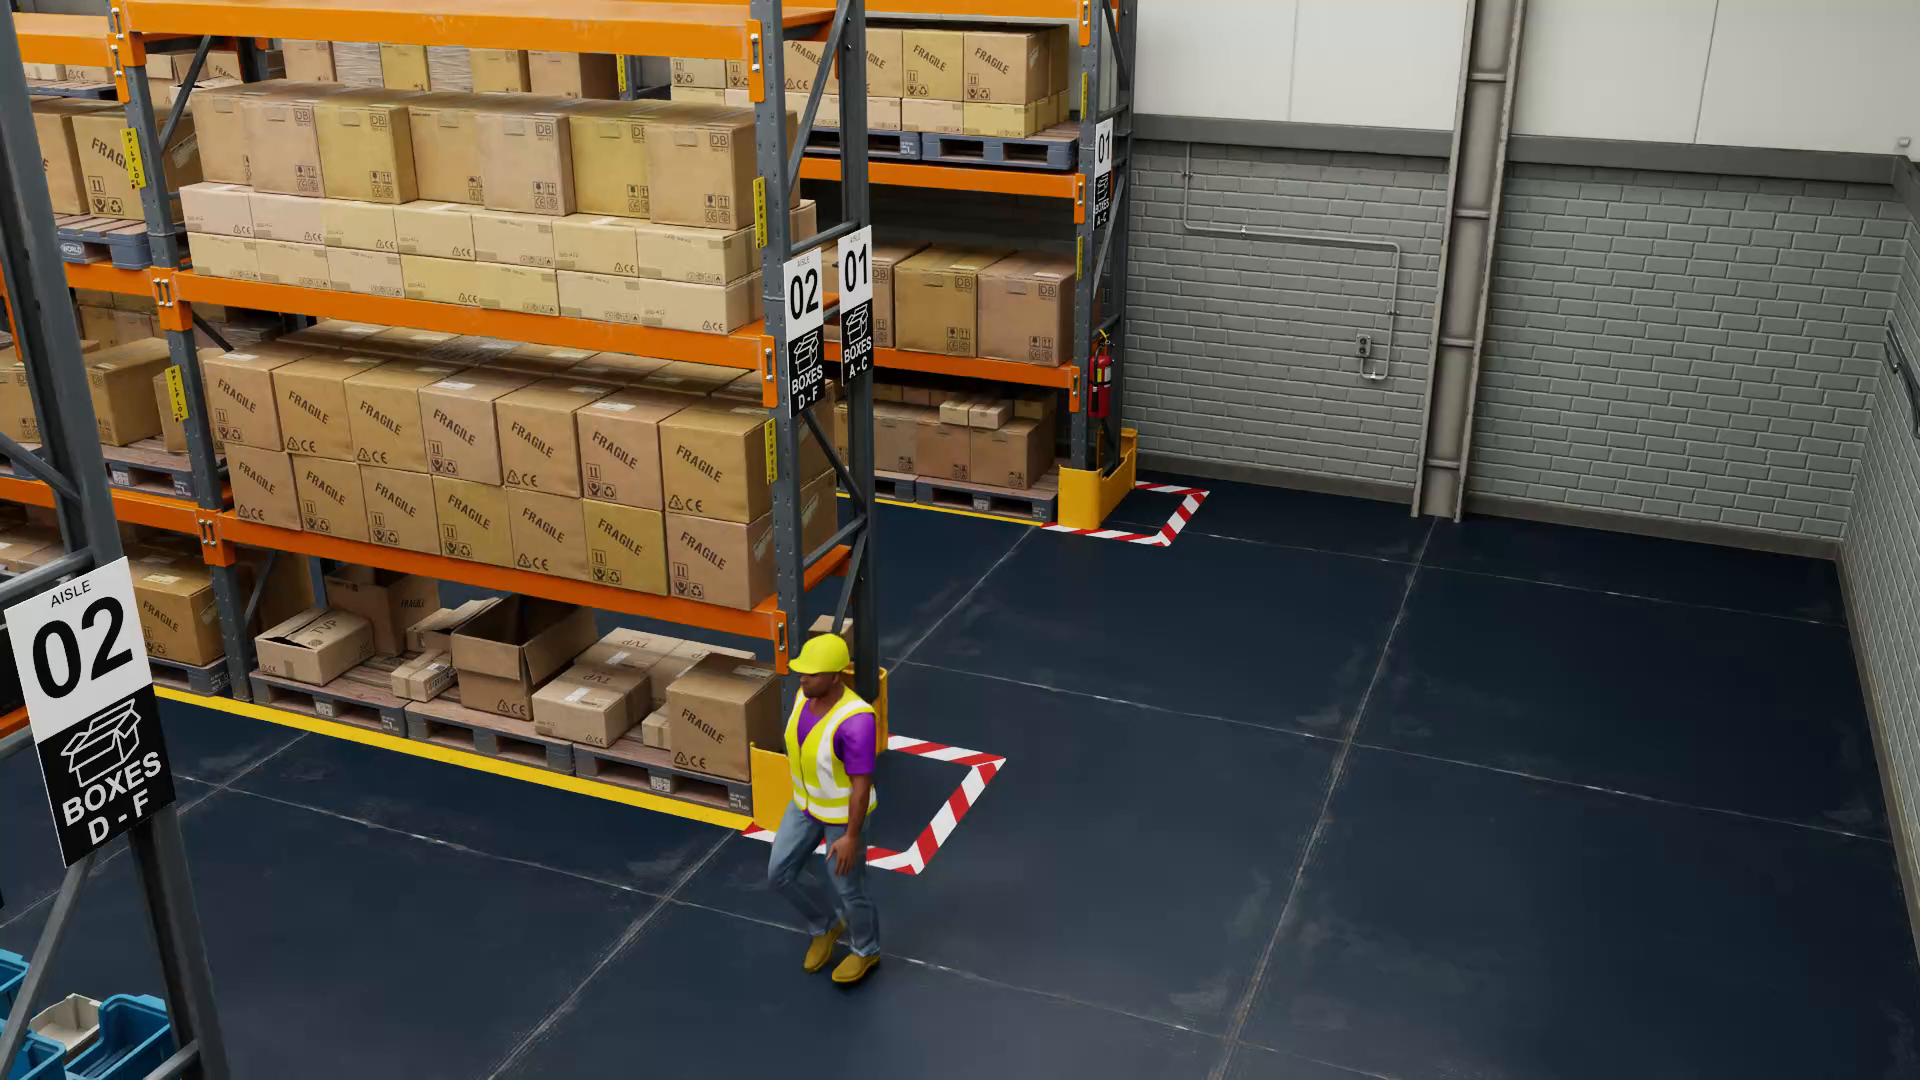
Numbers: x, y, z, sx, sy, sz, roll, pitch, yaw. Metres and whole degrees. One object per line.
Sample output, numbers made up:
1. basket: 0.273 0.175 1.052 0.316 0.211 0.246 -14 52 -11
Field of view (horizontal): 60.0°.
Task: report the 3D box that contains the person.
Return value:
1. person: -0.629 1.275 7.745 0.484 1.793 0.673 -19 29 -39
